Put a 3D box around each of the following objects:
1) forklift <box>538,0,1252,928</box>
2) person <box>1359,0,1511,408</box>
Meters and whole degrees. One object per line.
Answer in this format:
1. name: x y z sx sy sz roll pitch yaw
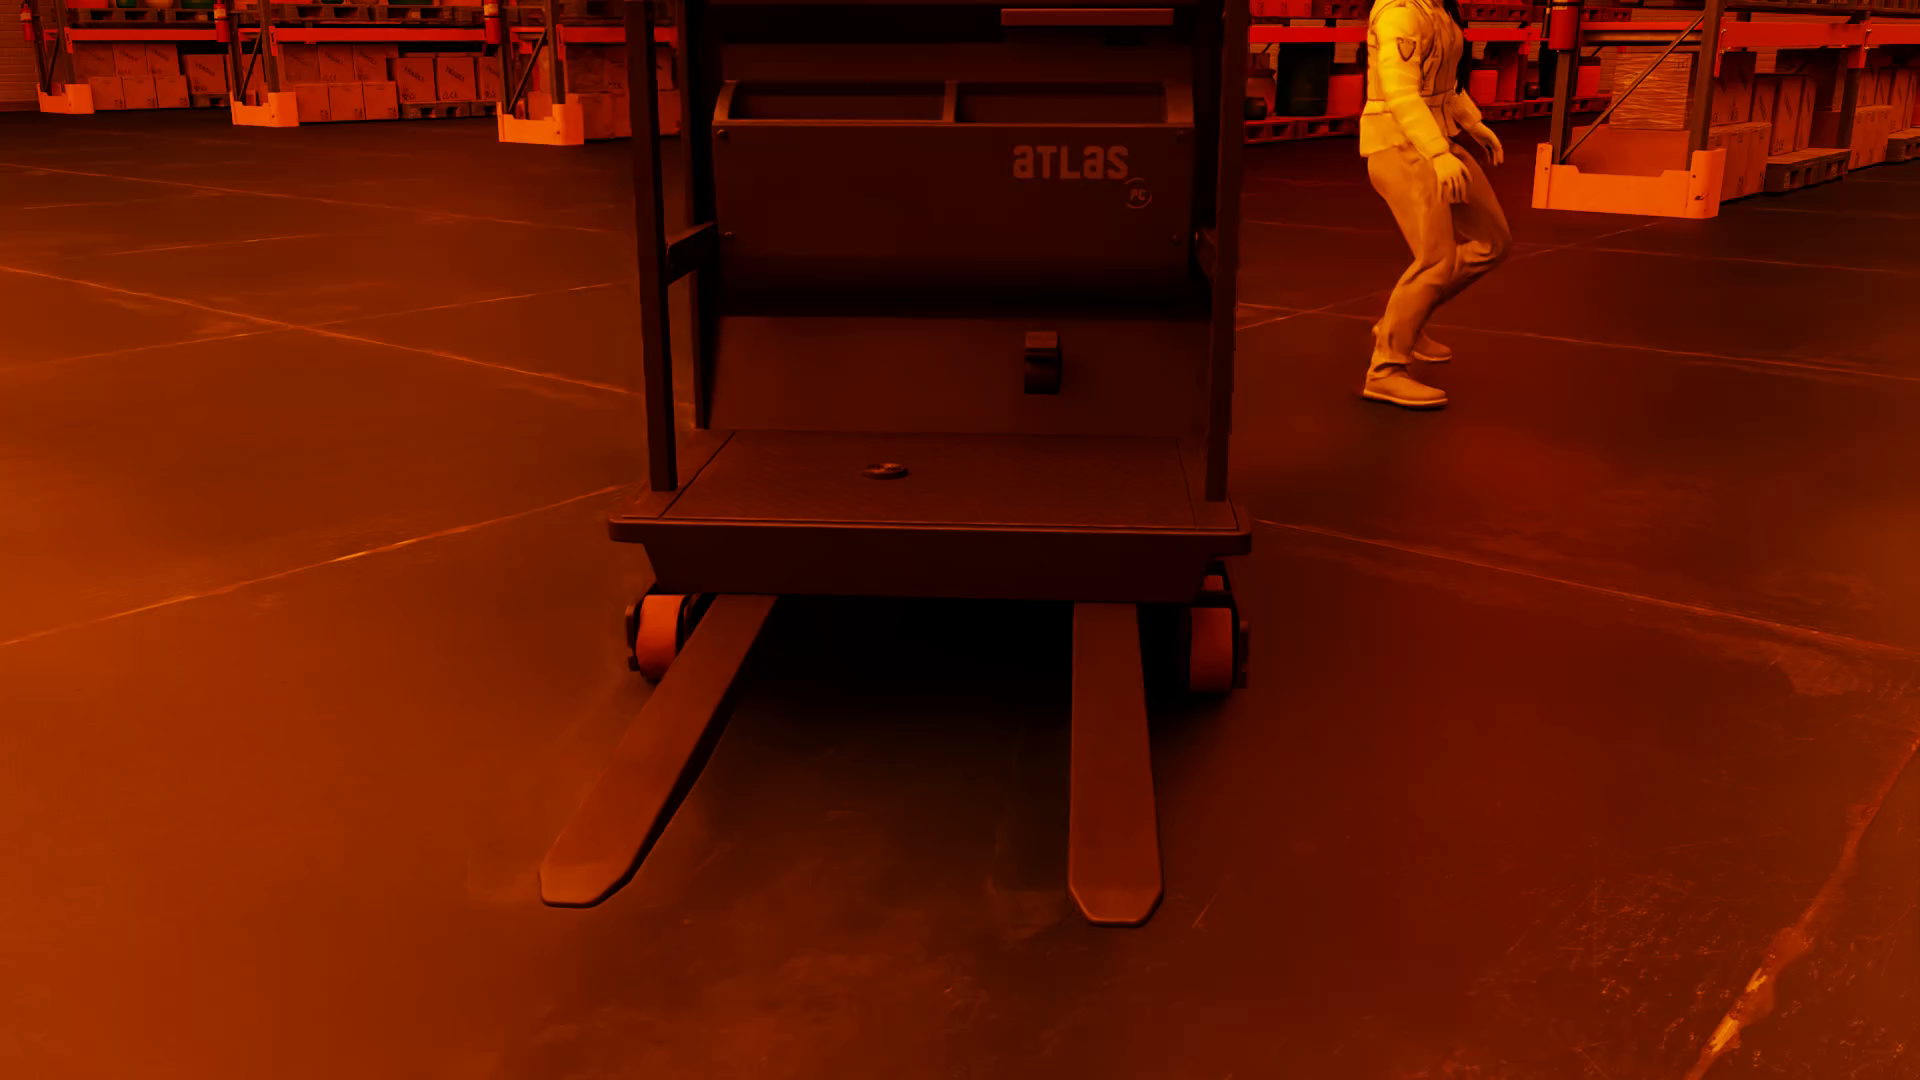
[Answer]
1. forklift: -0.025 -1.219 2.910 1.130 2.935 3.031 1 17 4
2. person: 1.526 -1.268 5.415 0.471 1.560 0.698 11 20 32
